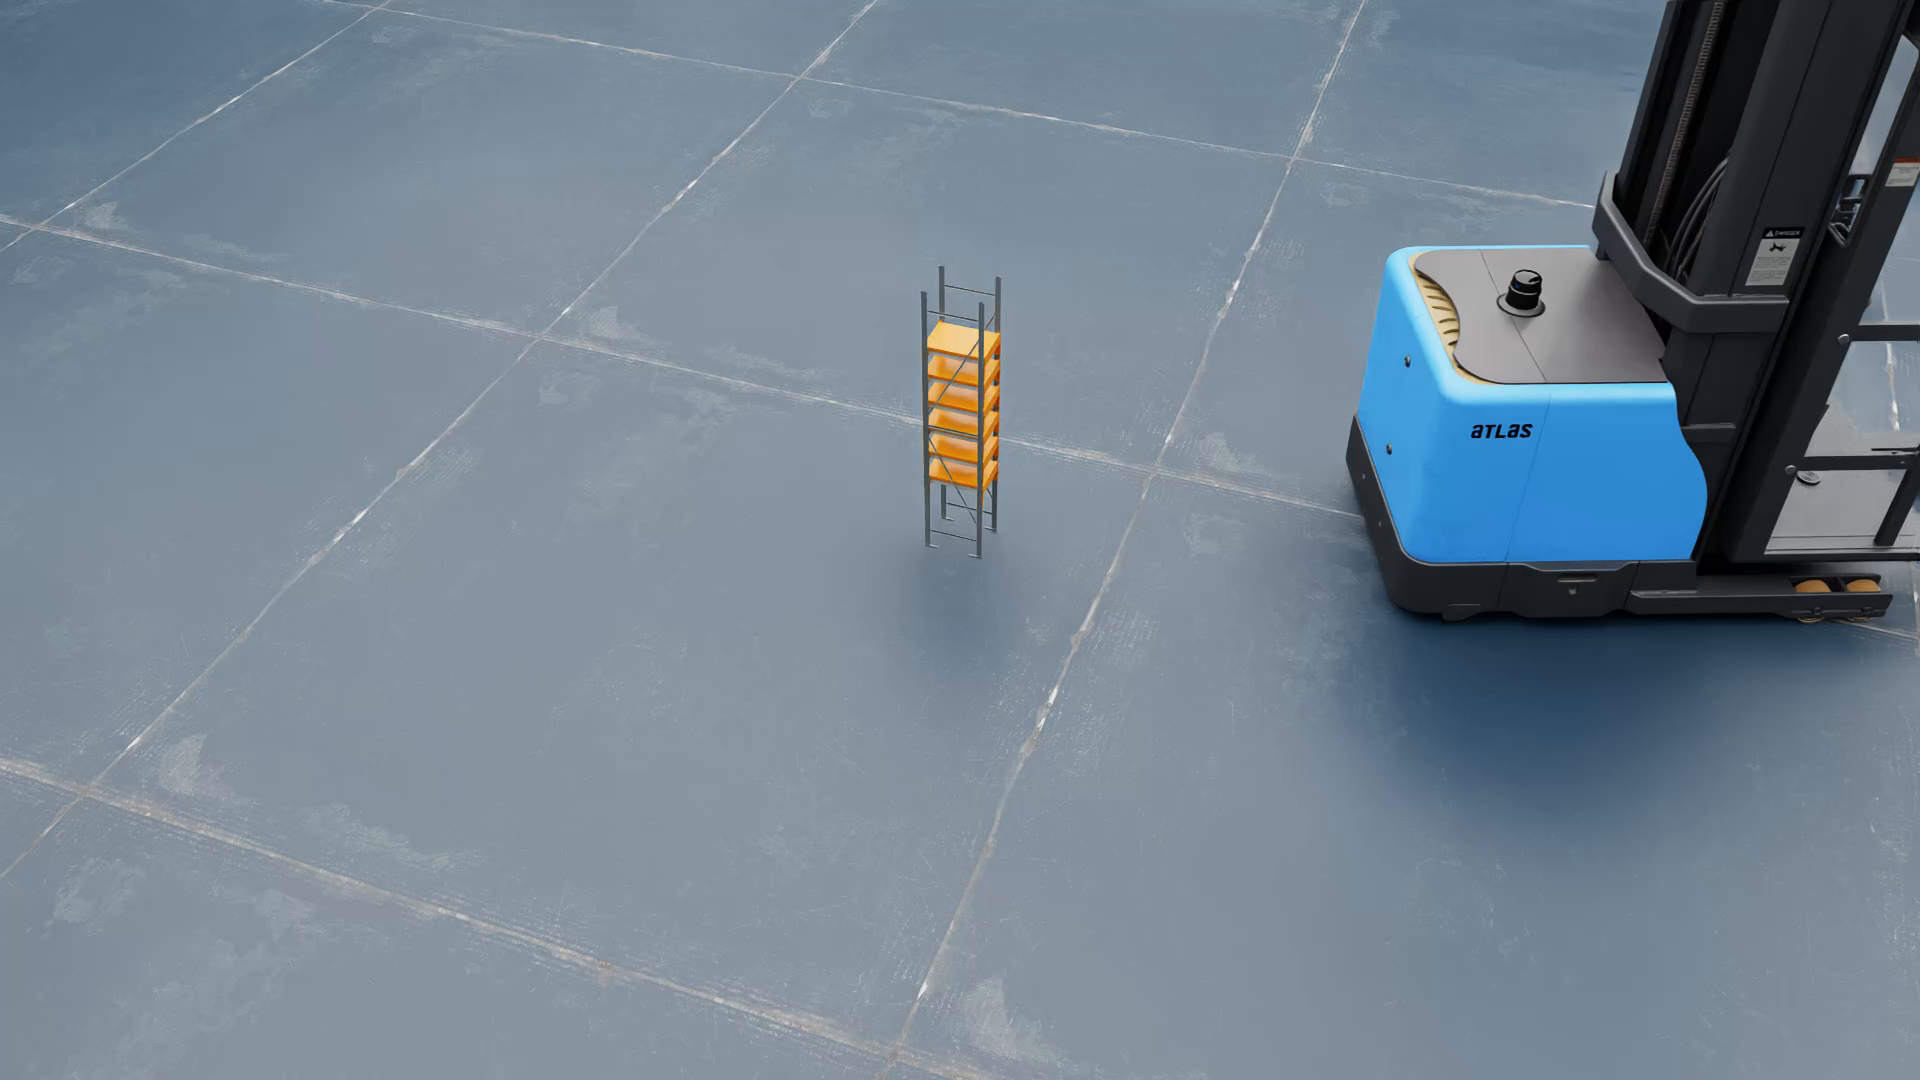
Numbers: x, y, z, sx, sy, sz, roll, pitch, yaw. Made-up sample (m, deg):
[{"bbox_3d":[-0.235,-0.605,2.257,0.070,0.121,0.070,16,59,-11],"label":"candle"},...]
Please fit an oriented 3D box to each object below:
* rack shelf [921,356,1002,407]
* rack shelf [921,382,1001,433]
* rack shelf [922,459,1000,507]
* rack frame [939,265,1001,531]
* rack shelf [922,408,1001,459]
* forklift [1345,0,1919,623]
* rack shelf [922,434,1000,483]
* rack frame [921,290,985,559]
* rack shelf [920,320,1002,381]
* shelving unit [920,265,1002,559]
[{"bbox_3d":[0.005,-0.614,6.244,0.258,0.103,0.180,13,42,15],"label":"rack shelf"},{"bbox_3d":[0.005,-0.523,6.322,0.258,0.103,0.180,13,42,15],"label":"rack shelf"},{"bbox_3d":[0.005,-0.249,6.556,0.258,0.103,0.180,13,42,15],"label":"rack shelf"},{"bbox_3d":[0.036,-0.521,6.436,0.240,1.200,0.006,13,42,15],"label":"rack frame"},{"bbox_3d":[0.005,-0.431,6.400,0.258,0.103,0.180,13,42,15],"label":"rack shelf"},{"bbox_3d":[3.155,-1.145,5.834,3.031,2.935,1.130,-1,40,-1],"label":"forklift"},{"bbox_3d":[0.005,-0.340,6.478,0.258,0.103,0.180,13,42,15],"label":"rack shelf"},{"bbox_3d":[-0.026,-0.409,6.306,0.240,1.200,0.006,13,42,15],"label":"rack frame"},{"bbox_3d":[0.005,-0.705,6.166,0.258,0.103,0.180,13,42,15],"label":"rack shelf"},{"bbox_3d":[0.005,-0.465,6.371,0.258,1.200,0.189,13,42,15],"label":"shelving unit"}]
